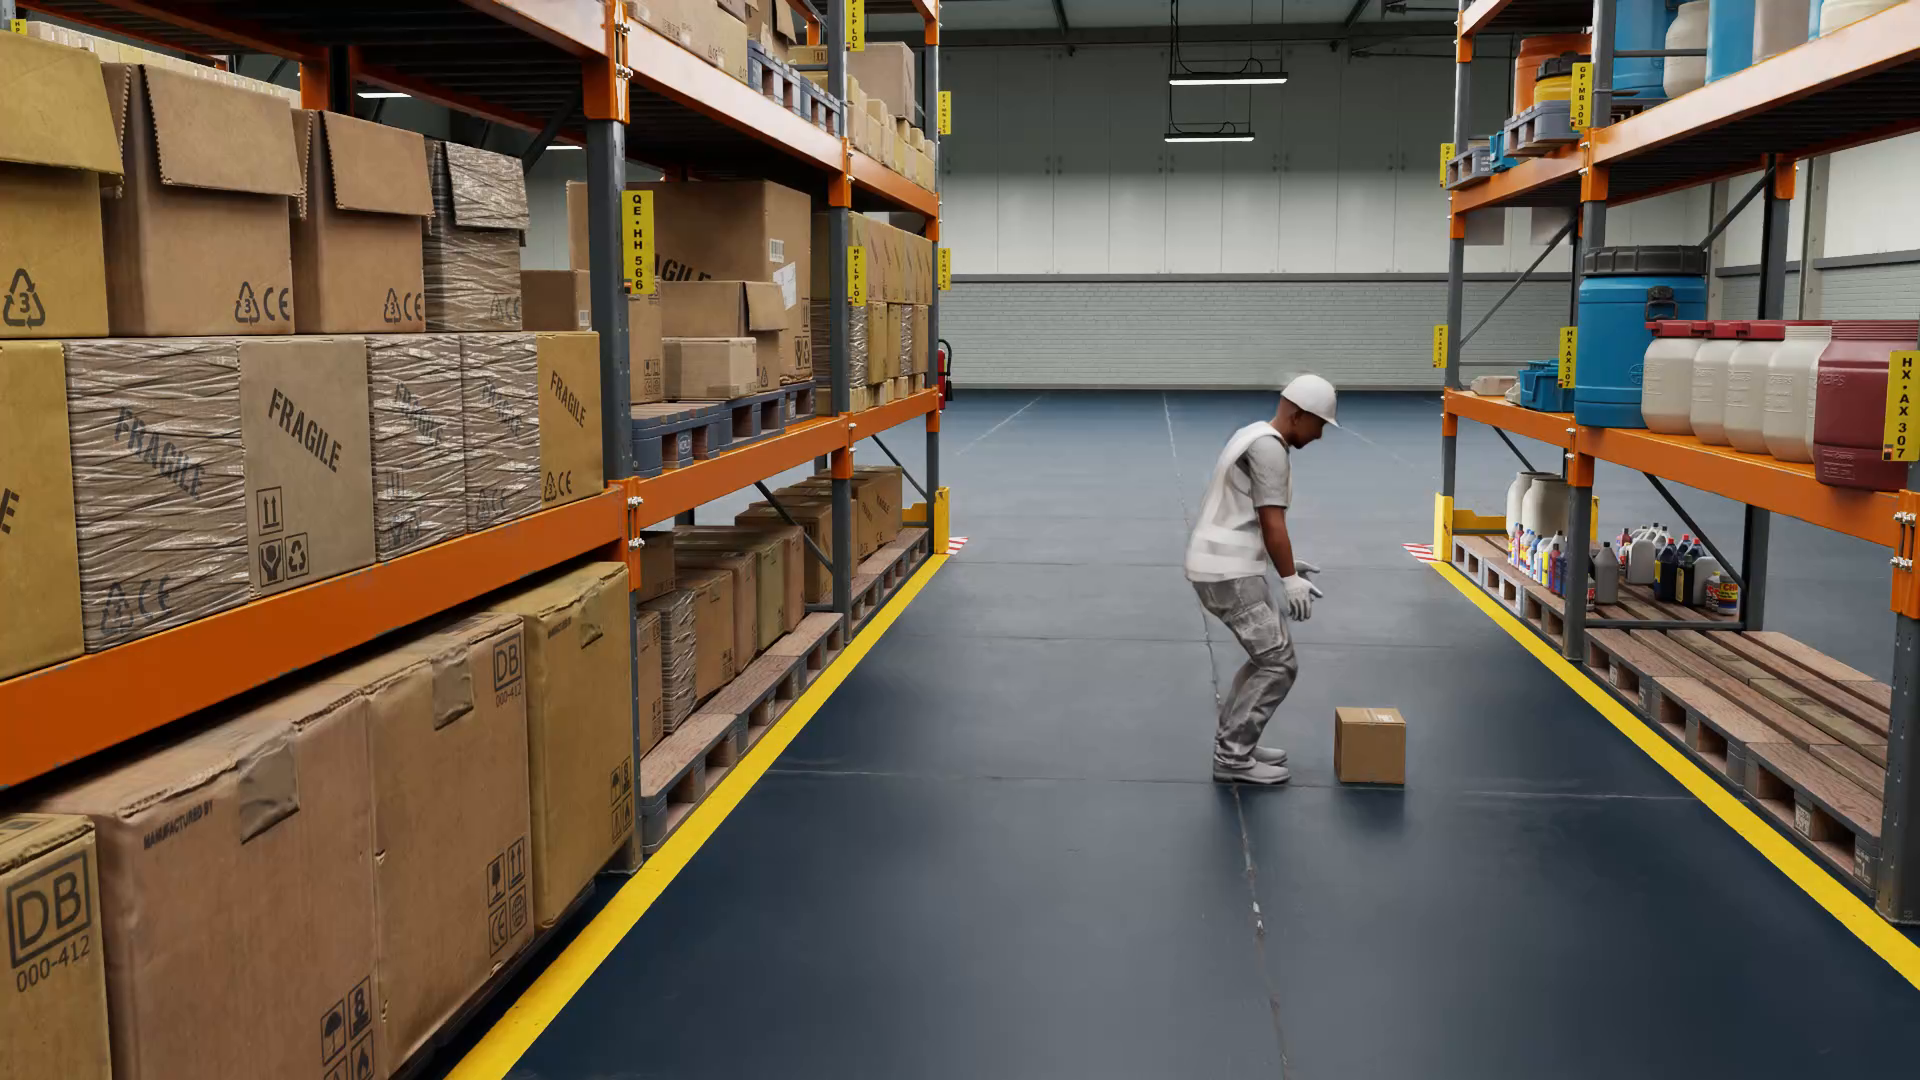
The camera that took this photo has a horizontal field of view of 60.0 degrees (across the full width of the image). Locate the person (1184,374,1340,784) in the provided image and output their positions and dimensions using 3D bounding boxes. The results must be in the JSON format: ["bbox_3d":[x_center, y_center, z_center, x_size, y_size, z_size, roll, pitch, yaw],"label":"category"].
[{"bbox_3d":[1.215,0.143,6.747,0.606,1.624,0.598,1,8,7],"label":"person"}]
